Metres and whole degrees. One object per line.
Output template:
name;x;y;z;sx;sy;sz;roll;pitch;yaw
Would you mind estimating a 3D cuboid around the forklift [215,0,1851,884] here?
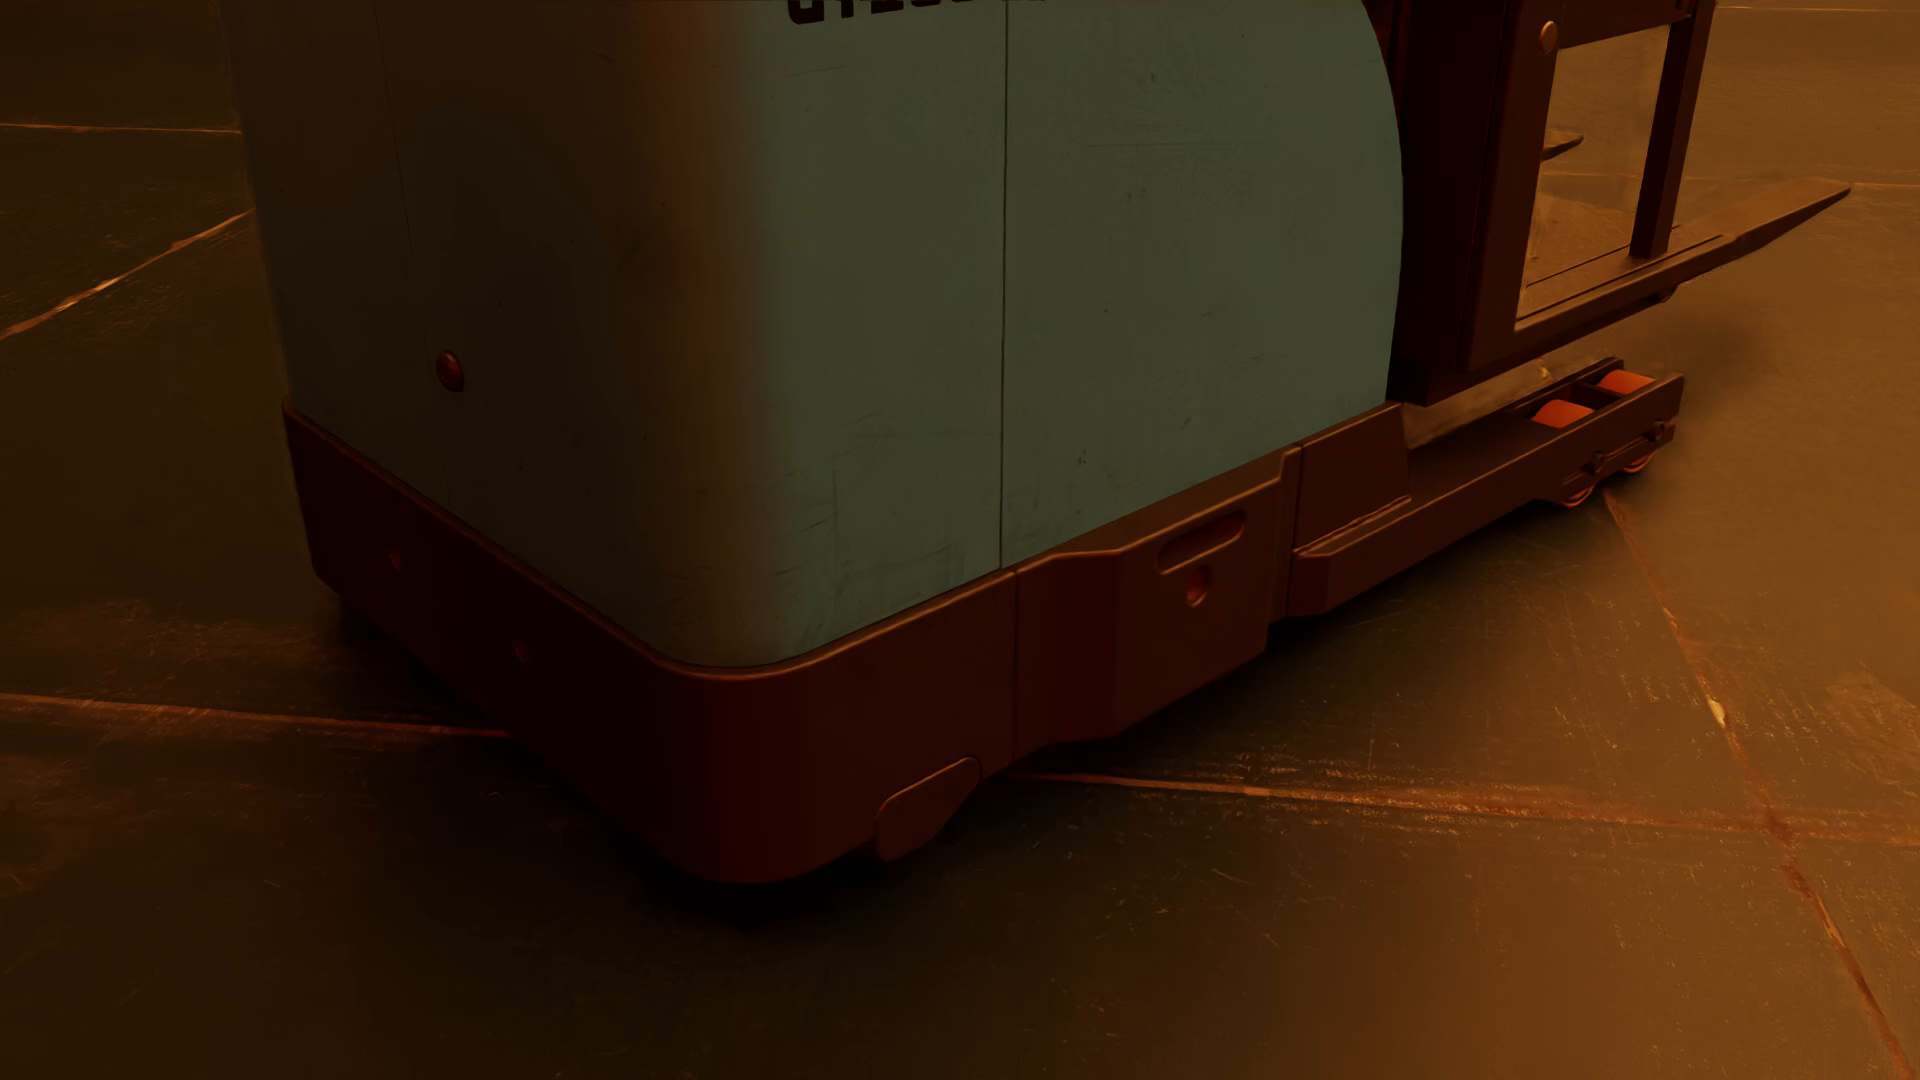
forklift;0.539;-1.515;2.253;3.031;2.935;1.130;-22;34;-37
